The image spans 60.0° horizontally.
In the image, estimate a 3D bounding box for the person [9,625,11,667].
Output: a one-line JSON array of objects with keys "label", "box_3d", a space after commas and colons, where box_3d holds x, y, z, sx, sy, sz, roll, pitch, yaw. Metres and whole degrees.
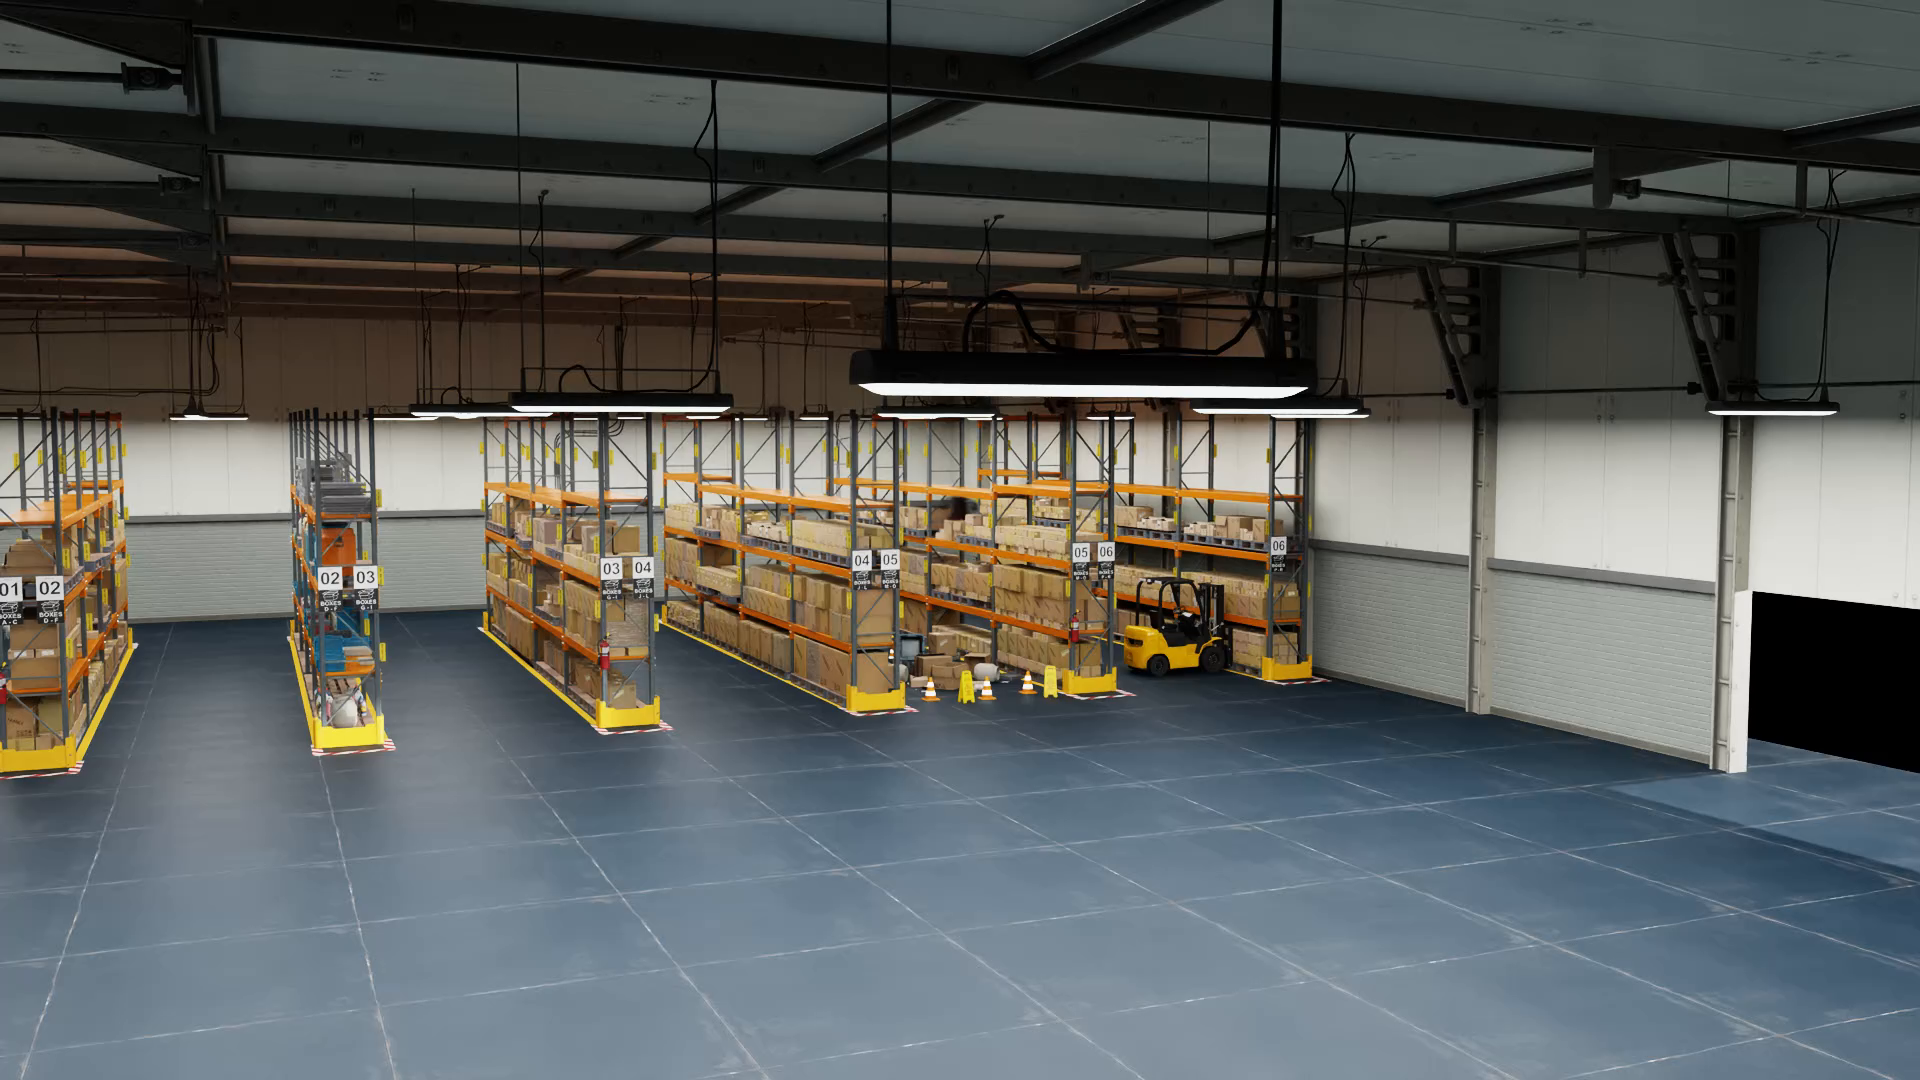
[{"label": "person", "box_3d": [-22.066, 2.158, 38.932, 0.421, 1.695, 0.488, -2, 4, -25]}]
